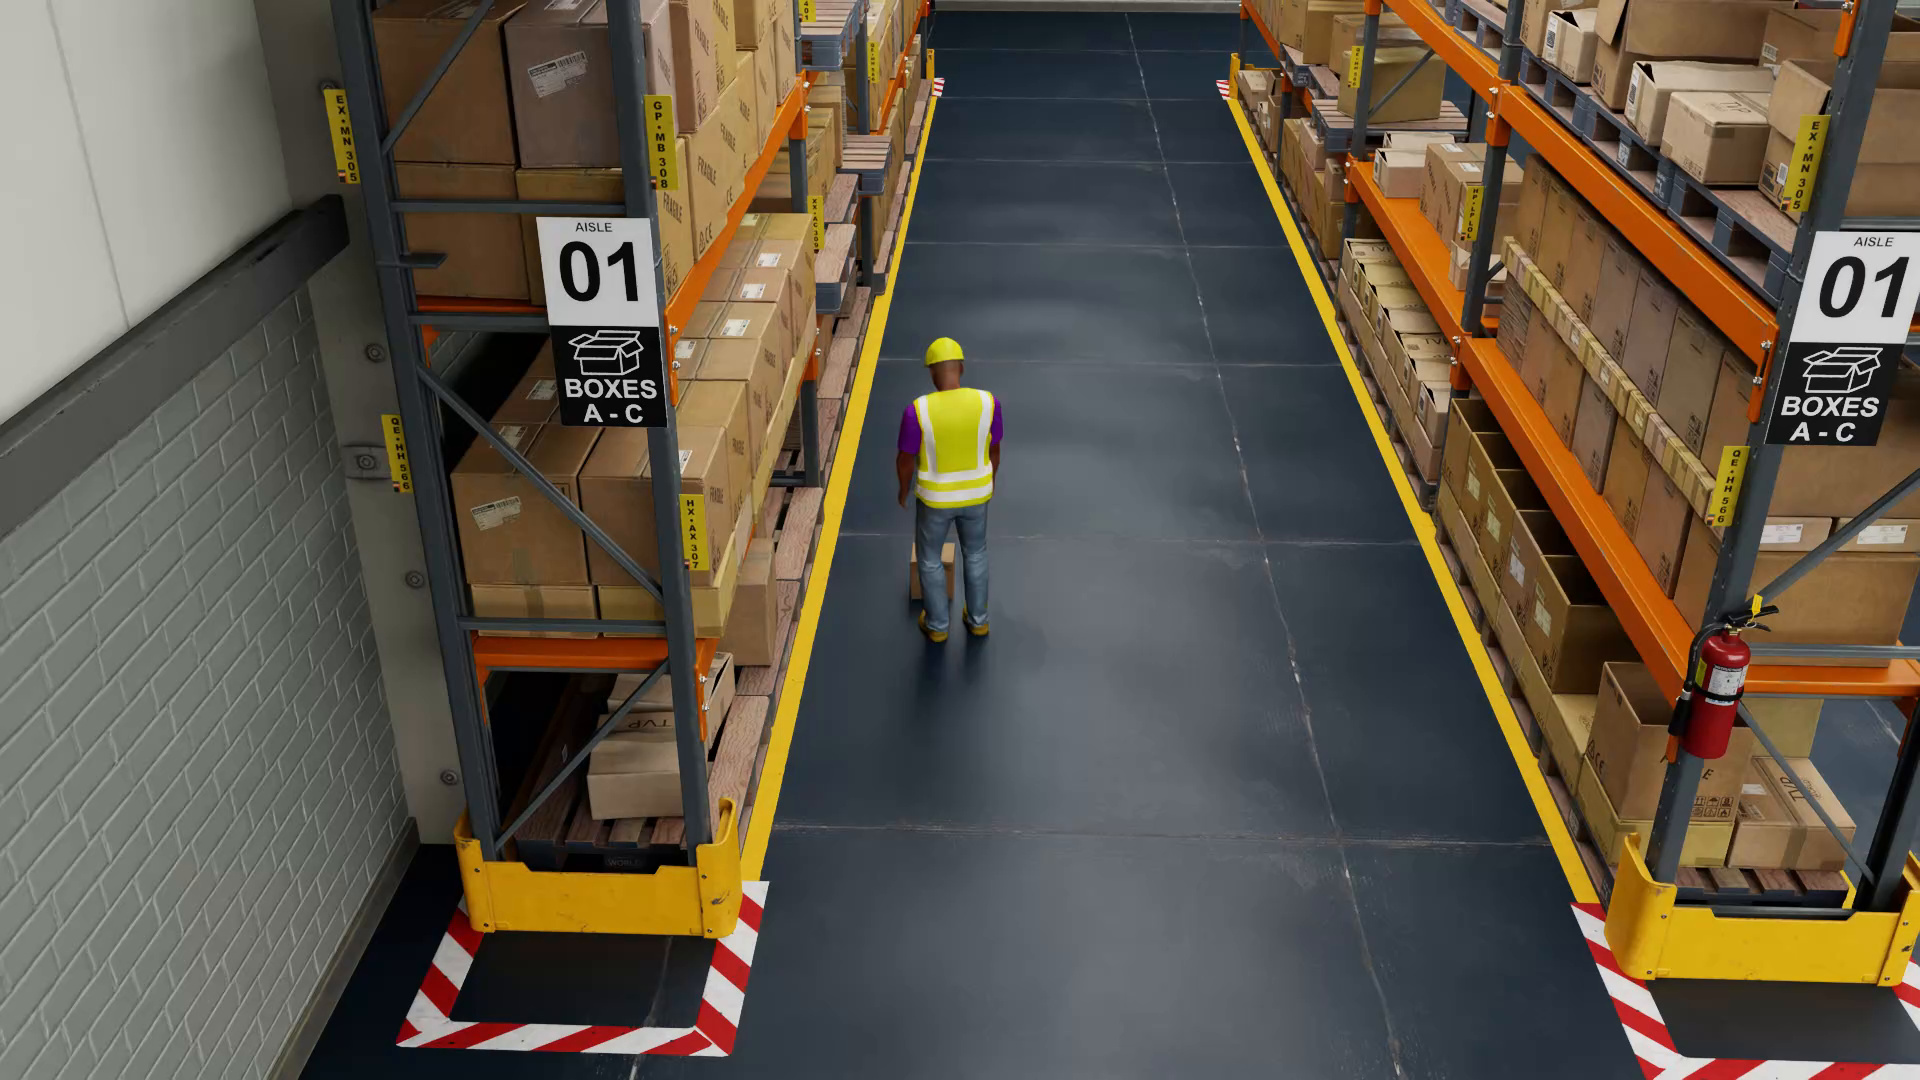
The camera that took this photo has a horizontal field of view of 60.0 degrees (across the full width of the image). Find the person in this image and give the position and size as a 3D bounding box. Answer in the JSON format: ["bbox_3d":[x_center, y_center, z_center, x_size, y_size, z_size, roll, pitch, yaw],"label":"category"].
[{"bbox_3d":[-0.064,-0.267,9.133,0.581,1.737,0.409,-6,28,-12],"label":"person"}]
